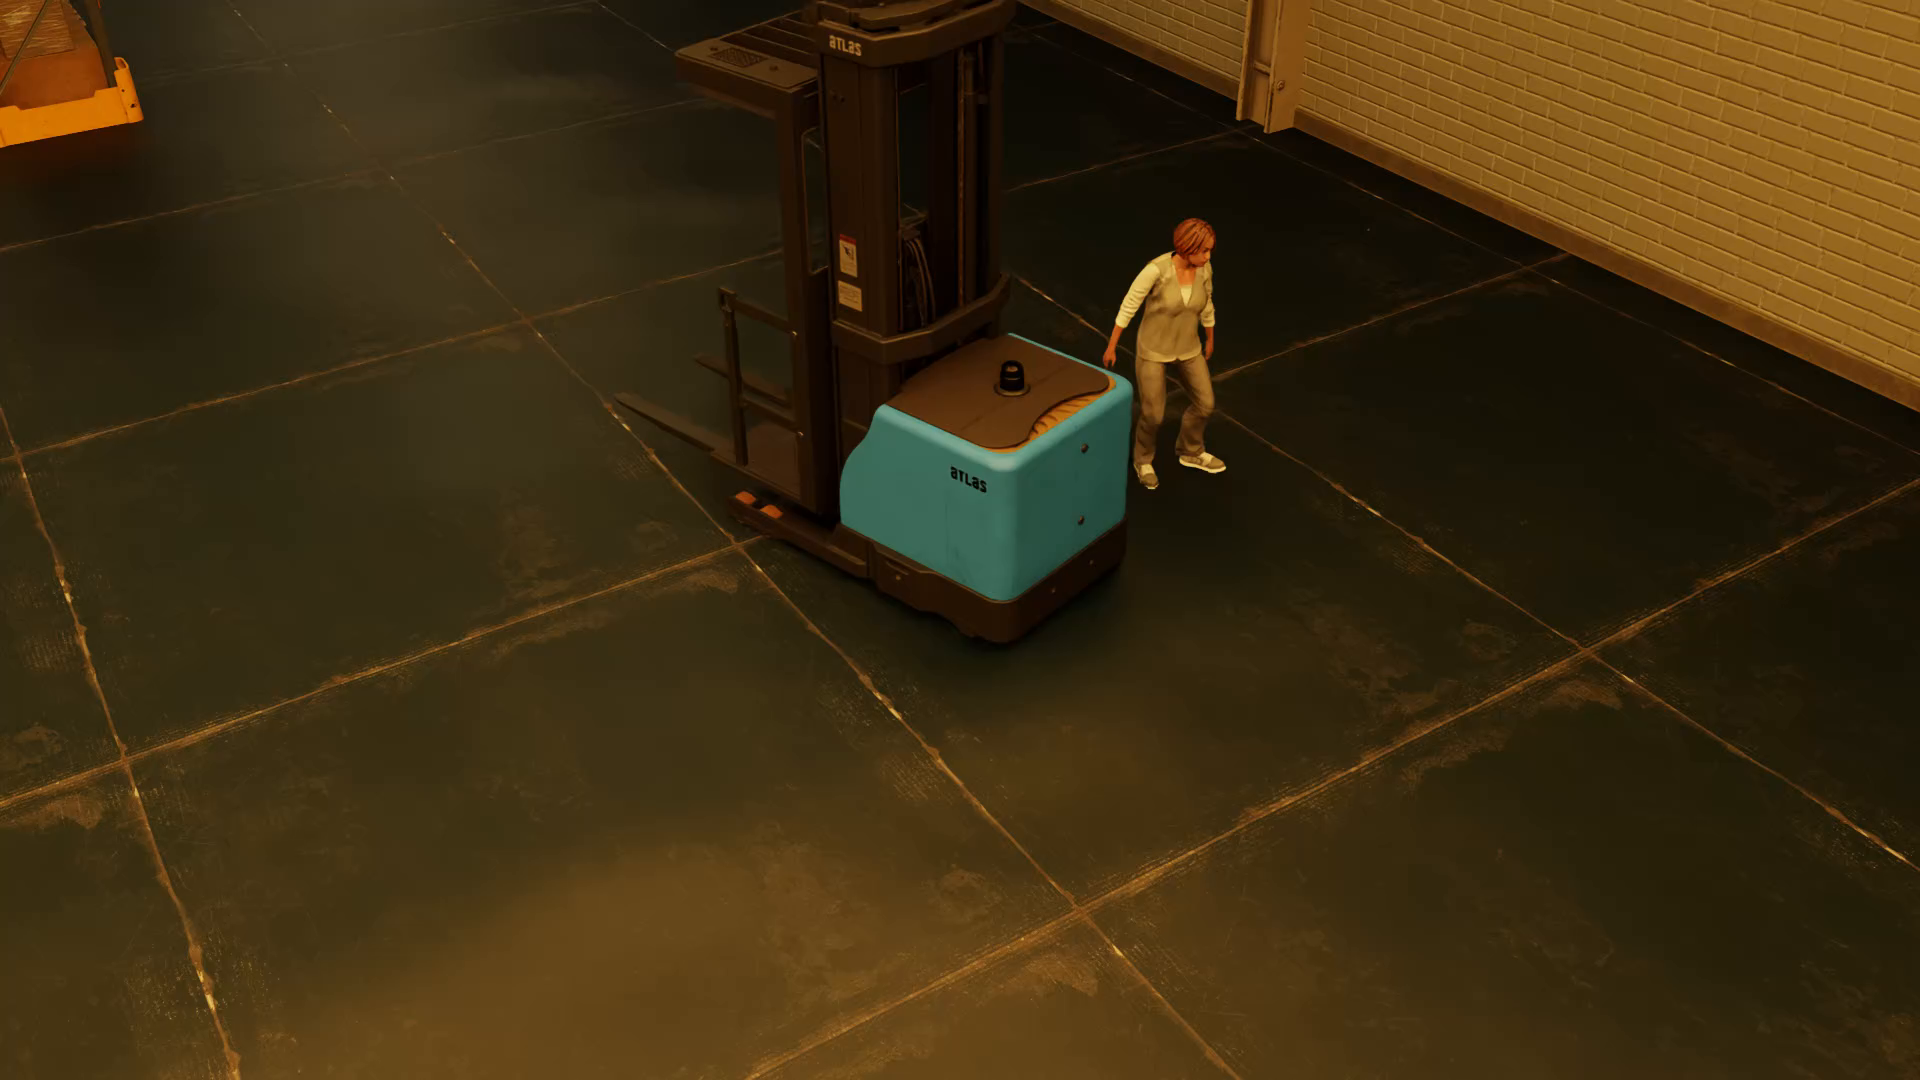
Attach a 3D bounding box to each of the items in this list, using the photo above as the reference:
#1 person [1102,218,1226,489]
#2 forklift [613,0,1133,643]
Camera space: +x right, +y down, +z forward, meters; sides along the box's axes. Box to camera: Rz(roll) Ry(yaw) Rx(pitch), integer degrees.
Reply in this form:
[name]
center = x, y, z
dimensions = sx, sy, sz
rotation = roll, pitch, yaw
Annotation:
[person]
center = 1.116, -0.978, 8.758
dimensions = 0.721, 1.562, 0.350
rotation = -11, 37, -15
[forklift]
center = -0.608, -1.420, 8.169
dimensions = 3.031, 2.935, 1.130
rotation = 26, 43, 32
